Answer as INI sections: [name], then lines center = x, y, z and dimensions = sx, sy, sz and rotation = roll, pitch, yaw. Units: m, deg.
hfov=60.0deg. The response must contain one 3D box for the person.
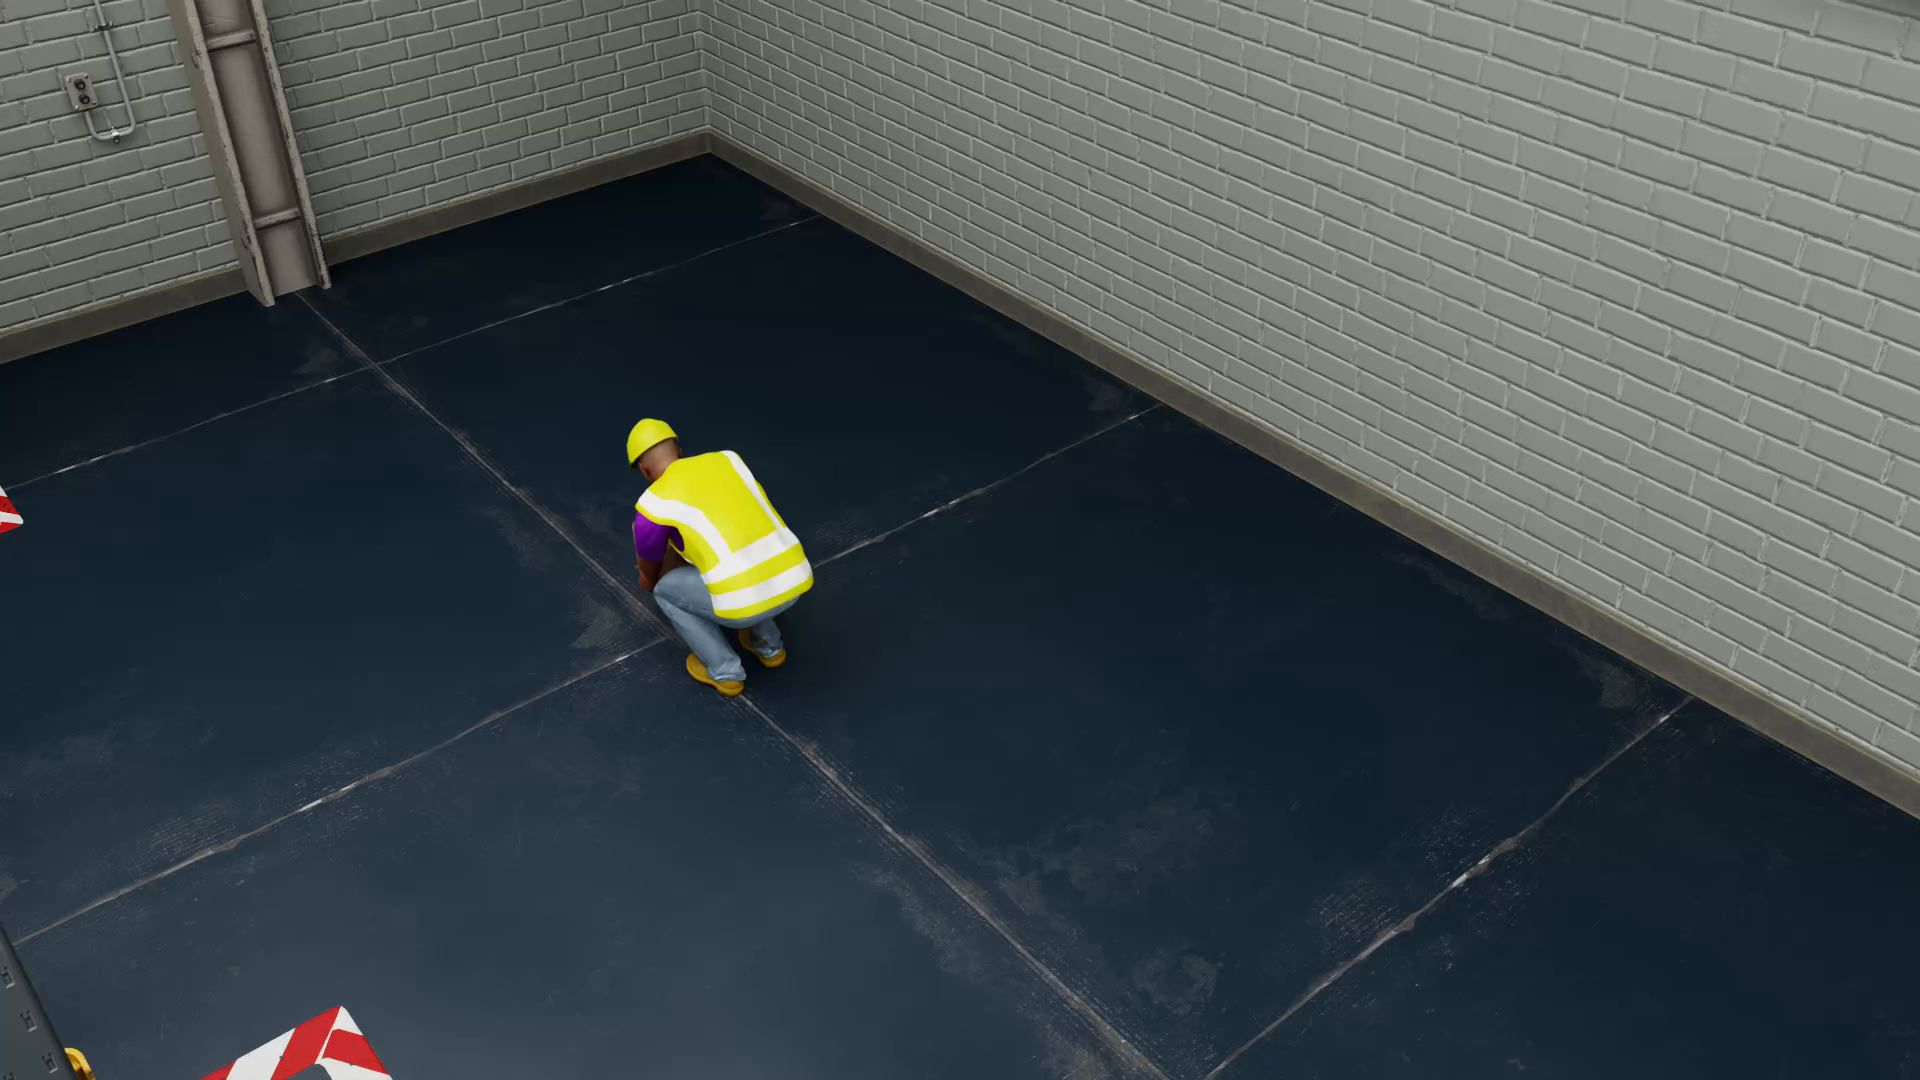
[person]
center = -1.008, 0.065, 6.691
dimensions = 0.541, 1.011, 0.903
rotation = -27, 44, -33
